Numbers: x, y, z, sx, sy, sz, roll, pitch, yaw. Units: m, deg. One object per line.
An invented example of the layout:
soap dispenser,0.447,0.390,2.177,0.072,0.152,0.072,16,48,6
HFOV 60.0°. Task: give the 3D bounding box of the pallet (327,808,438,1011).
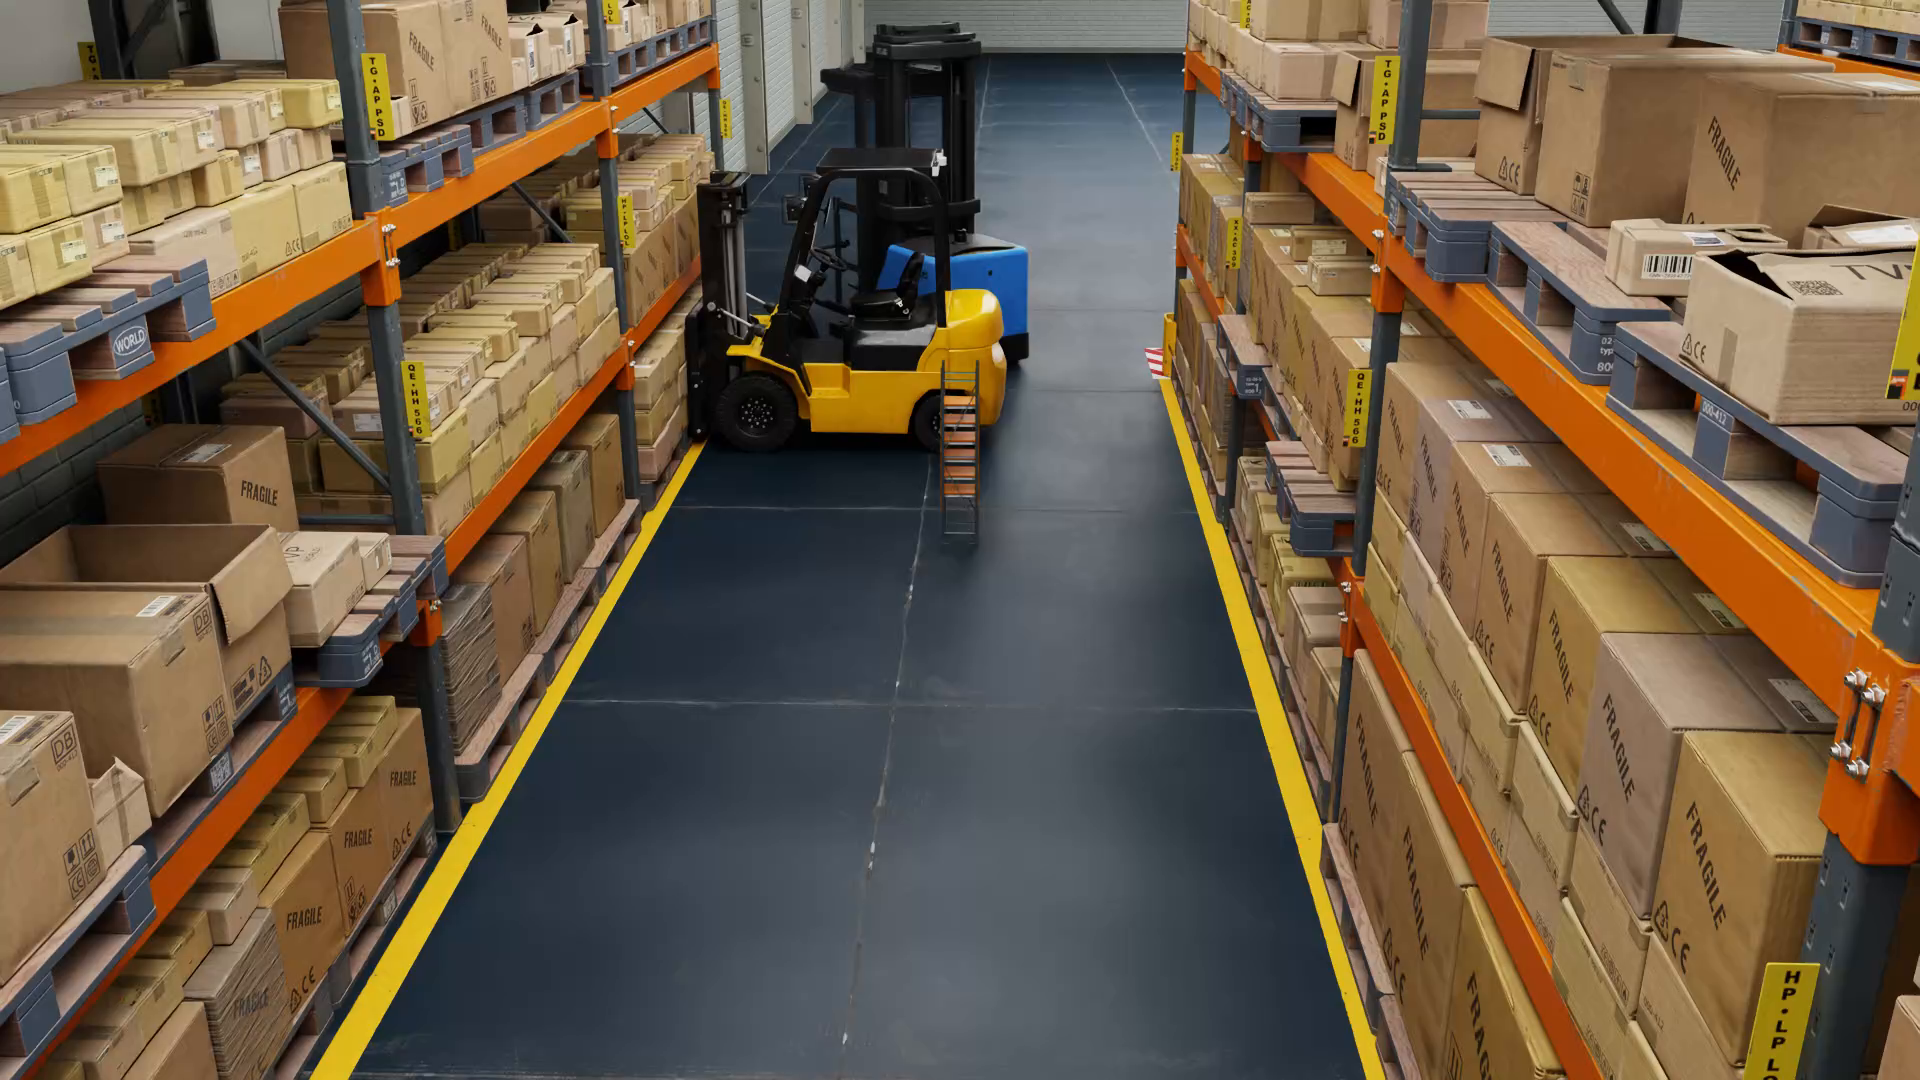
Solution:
pallet,-2.859,1.487,6.904,1.003,0.211,1.213,1,21,2

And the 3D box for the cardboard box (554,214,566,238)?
cardboard box,-2.935,-2.183,11.474,0.380,0.149,0.250,1,21,3

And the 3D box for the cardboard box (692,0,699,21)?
cardboard box,-2.277,-4.196,13.177,0.380,0.149,0.250,0,21,0

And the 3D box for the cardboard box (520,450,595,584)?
cardboard box,-2.713,-0.148,9.966,0.875,0.625,0.625,0,21,1

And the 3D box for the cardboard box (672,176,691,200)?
cardboard box,-2.300,-2.731,12.886,0.380,0.149,0.250,1,21,2

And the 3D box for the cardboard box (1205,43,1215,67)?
cardboard box,2.036,-3.619,12.411,0.380,0.149,0.250,1,21,2

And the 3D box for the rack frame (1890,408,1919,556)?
rack frame,2.041,-1.380,2.144,1.000,3.000,0.127,1,21,2

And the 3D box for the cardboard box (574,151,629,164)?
cardboard box,-2.820,-2.969,13.087,0.380,0.149,0.250,1,21,3

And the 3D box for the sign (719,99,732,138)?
sign,-2.013,-3.614,14.268,0.100,0.325,0.005,1,21,2

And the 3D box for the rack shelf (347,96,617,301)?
rack shelf,-2.738,-1.868,8.545,1.077,0.370,4.000,1,21,2

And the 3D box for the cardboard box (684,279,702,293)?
cardboard box,-2.267,-2.000,13.876,0.500,0.250,0.500,1,21,3

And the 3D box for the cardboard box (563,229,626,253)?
cardboard box,-2.404,-1.990,10.976,0.380,0.149,0.250,0,21,1

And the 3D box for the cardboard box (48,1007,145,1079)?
cardboard box,-2.676,1.521,4.940,0.380,0.149,0.250,1,21,1

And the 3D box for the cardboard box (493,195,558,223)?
cardboard box,-2.920,-2.225,11.171,0.380,0.149,0.250,0,21,0

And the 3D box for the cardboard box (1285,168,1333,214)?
cardboard box,2.515,-2.283,10.835,0.700,0.500,0.500,0,21,1

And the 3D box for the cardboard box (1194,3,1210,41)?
cardboard box,2.100,-4.028,12.912,0.500,0.250,0.500,0,21,1

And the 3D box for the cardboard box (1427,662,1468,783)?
cardboard box,1.877,0.591,5.567,0.500,0.250,0.500,1,21,3

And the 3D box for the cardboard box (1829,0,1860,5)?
cardboard box,7.072,-4.258,12.787,0.500,0.250,0.500,0,21,1

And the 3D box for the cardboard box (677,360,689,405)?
cardboard box,-2.314,-1.211,12.532,0.500,0.250,0.500,0,21,1

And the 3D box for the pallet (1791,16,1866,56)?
pallet,7.345,-3.992,13.147,1.003,0.211,1.213,1,21,2

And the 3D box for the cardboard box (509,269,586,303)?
cardboard box,-2.391,-1.474,9.645,0.380,0.149,0.250,0,21,0

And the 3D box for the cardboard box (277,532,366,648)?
cardboard box,-2.507,0.177,6.053,0.500,0.250,0.500,0,21,-1

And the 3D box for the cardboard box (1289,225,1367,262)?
cardboard box,1.987,-1.599,8.976,0.380,0.149,0.250,2,21,5

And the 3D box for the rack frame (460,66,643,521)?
rack frame,-2.677,-1.529,10.822,1.000,3.000,0.127,1,21,2

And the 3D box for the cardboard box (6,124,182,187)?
cardboard box,-2.553,-1.139,4.915,0.380,0.149,0.250,1,21,2

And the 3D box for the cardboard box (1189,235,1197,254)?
cardboard box,2.053,-2.406,13.431,0.380,0.149,0.250,1,21,2

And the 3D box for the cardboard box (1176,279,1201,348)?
cardboard box,2.105,-1.888,13.931,0.500,0.500,0.500,0,21,0

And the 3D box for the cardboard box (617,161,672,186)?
cardboard box,-2.396,-2.776,12.590,0.380,0.149,0.250,1,21,2

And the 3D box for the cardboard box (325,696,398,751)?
cardboard box,-2.561,0.766,6.886,0.380,0.149,0.250,0,21,-1

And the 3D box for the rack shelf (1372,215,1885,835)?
rack shelf,2.102,-0.369,4.681,1.077,0.370,4.000,1,21,2

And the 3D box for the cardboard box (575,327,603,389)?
cardboard box,-2.441,-1.092,9.903,0.500,0.250,0.500,1,21,1

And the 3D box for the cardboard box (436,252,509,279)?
cardboard box,-2.963,-1.656,10.116,0.380,0.149,0.250,0,21,0

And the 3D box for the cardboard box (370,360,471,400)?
cardboard box,-2.506,-0.733,7.736,0.380,0.149,0.250,1,21,3

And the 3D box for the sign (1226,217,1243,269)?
sign,1.742,-1.882,10.536,0.100,0.325,0.005,1,21,2

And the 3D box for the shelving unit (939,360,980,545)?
shelving unit,0.000,-0.565,10.825,0.258,1.200,0.189,1,21,2

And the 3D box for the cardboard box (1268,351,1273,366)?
cardboard box,1.954,-1.071,9.411,0.380,0.149,0.250,1,21,2

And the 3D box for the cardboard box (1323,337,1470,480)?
cardboard box,1.899,-0.577,7.241,0.500,0.500,0.500,0,21,0

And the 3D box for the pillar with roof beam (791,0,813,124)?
pillar with roof beam,1.373,-11.991,29.492,9.100,9.000,0.400,1,21,2

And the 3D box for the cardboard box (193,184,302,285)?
cardboard box,-2.586,-1.041,5.625,0.500,0.250,0.500,1,21,2

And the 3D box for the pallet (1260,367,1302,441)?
pallet,2.182,-0.656,8.837,1.003,0.211,1.213,1,21,2

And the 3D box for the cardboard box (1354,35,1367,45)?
cardboard box,2.391,-2.604,9.073,0.500,0.250,0.500,1,21,2

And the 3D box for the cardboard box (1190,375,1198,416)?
cardboard box,2.078,-1.165,13.105,0.500,0.250,0.500,2,21,5

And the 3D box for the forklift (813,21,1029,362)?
forklift,-0.595,-3.316,15.524,1.130,2.935,3.031,-13,25,-30

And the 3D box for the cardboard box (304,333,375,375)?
cardboard box,-3.002,-0.923,8.226,0.380,0.149,0.250,1,21,1

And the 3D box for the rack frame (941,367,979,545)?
rack frame,-0.002,-0.532,10.740,0.240,1.200,0.006,1,21,2

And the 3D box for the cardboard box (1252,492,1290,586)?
cardboard box,2.253,0.004,9.925,0.950,0.372,0.625,2,21,5

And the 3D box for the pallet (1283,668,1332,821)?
pallet,2.188,0.989,8.189,1.003,0.211,1.213,1,21,2

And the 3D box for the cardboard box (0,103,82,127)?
cardboard box,-3.089,-1.327,5.401,0.380,0.149,0.250,1,21,3

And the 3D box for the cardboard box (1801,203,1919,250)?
cardboard box,2.447,-0.771,4.328,0.396,0.266,0.258,2,21,6

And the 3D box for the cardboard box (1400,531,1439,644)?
cardboard box,1.884,0.175,5.947,0.500,0.250,0.500,1,21,3

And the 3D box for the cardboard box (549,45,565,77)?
cardboard box,-2.407,-2.651,9.197,0.380,0.149,0.250,1,21,1

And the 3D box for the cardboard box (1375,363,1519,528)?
cardboard box,1.903,-0.366,6.305,0.500,0.500,0.500,0,21,0

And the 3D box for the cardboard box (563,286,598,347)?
cardboard box,-2.445,-1.325,9.814,0.500,0.250,0.500,0,21,0

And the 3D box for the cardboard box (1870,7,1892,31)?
cardboard box,6.988,-3.851,12.288,0.380,0.149,0.250,0,21,1

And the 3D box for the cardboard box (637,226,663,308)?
cardboard box,-2.403,-1.921,11.695,0.500,0.500,0.500,1,21,3
